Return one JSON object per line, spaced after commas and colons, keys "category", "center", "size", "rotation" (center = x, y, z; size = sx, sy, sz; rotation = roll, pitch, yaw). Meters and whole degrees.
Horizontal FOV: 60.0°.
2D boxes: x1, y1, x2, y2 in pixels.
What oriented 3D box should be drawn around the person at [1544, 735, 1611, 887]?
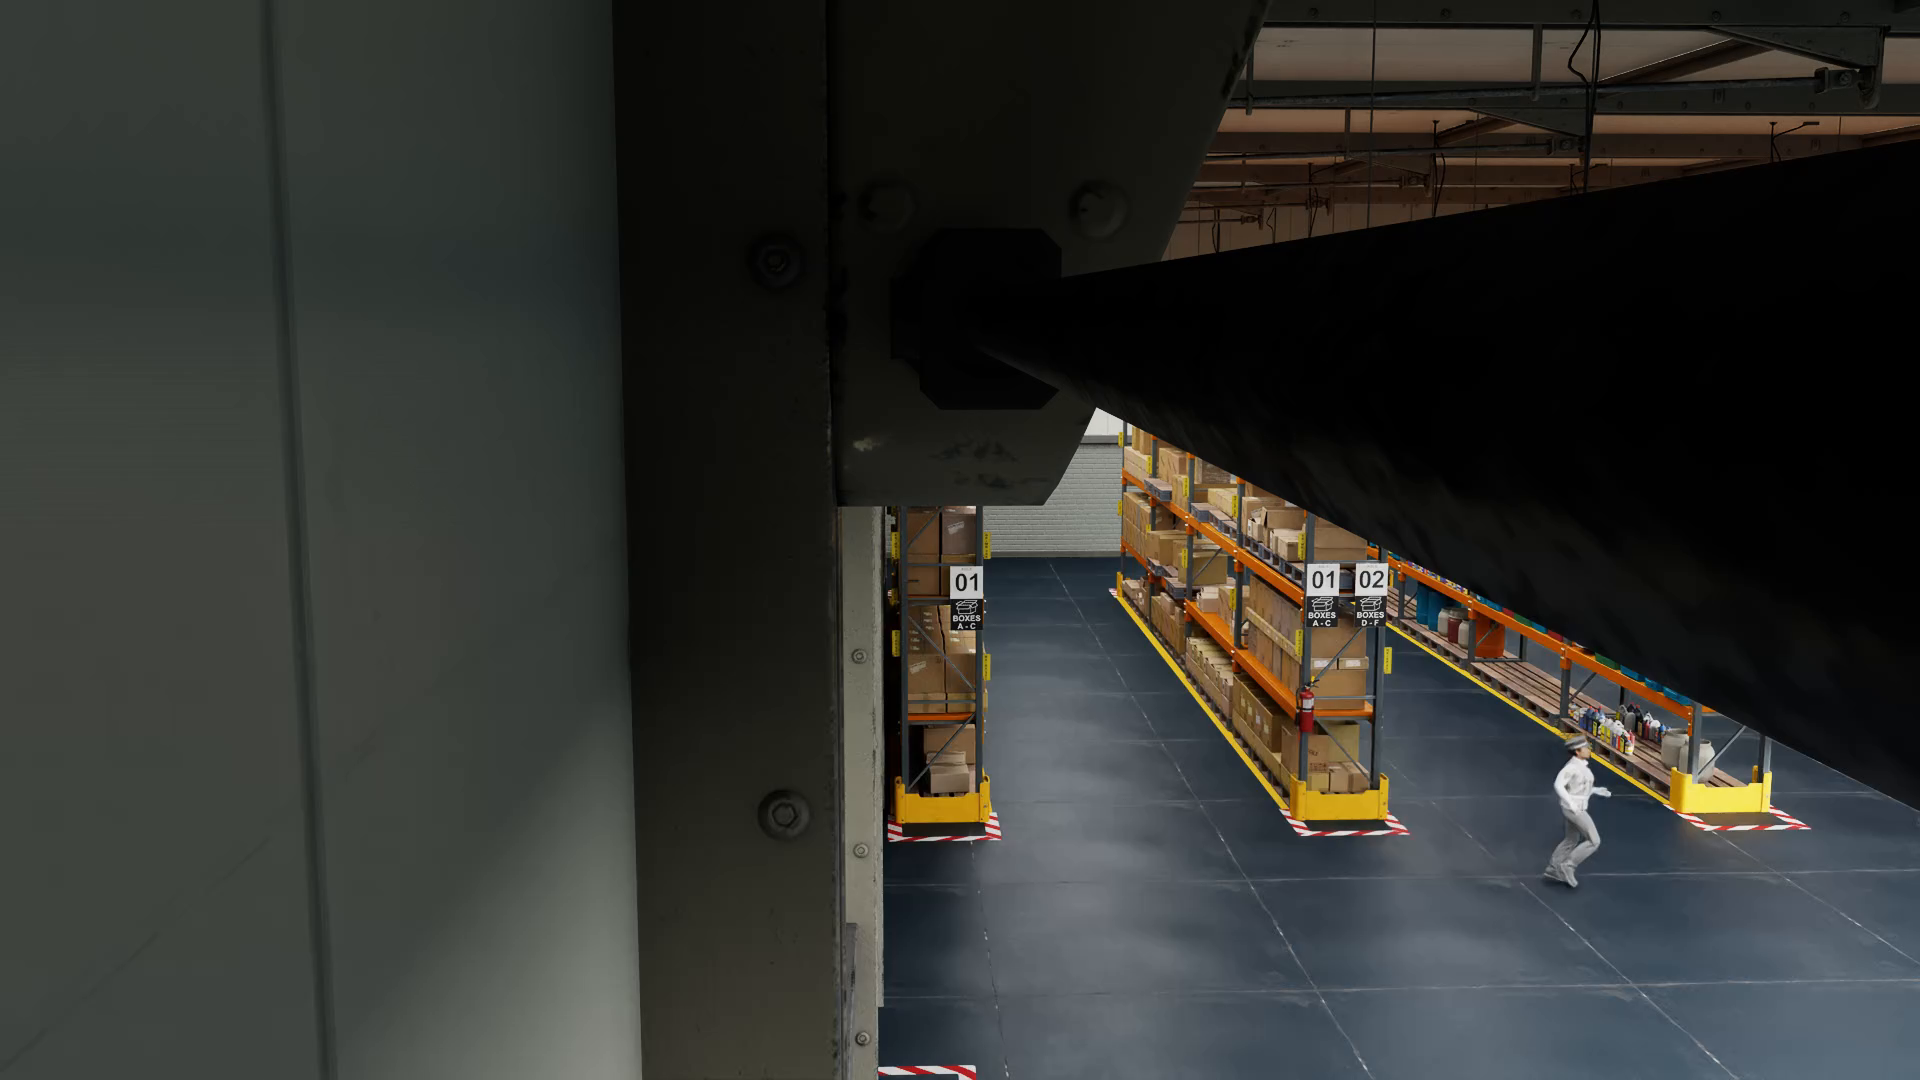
{"category": "person", "center": [6.773, 2.955, 18.212], "size": [0.646, 1.682, 0.590], "rotation": [4, 9, 24]}
